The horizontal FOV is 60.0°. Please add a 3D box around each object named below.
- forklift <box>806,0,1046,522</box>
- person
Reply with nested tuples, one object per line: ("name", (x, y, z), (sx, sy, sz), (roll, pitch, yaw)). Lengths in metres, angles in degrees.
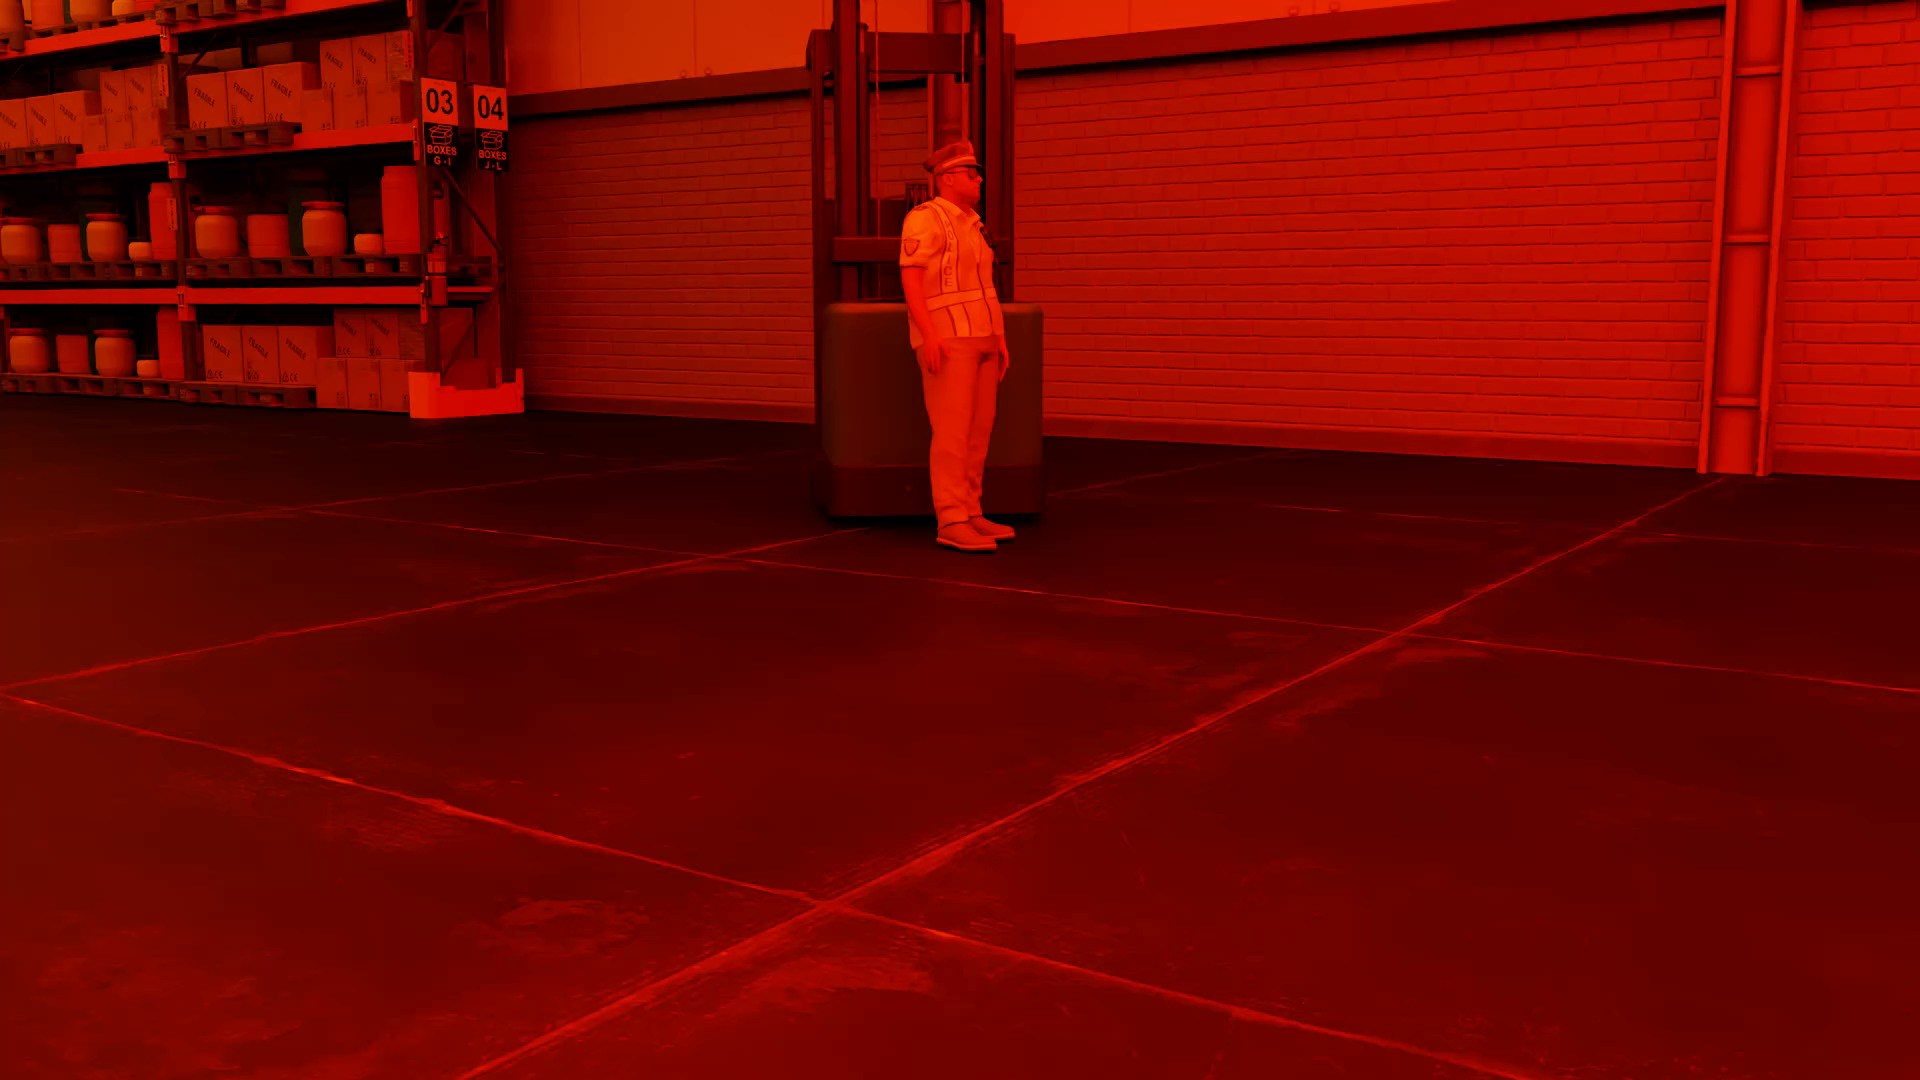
("forklift", (-0.283, -1.711, 9.222), (1.130, 2.935, 3.031), (-1, 8, -7))
("person", (0.057, -0.882, 7.424), (0.575, 1.781, 0.640), (5, 10, 34))
